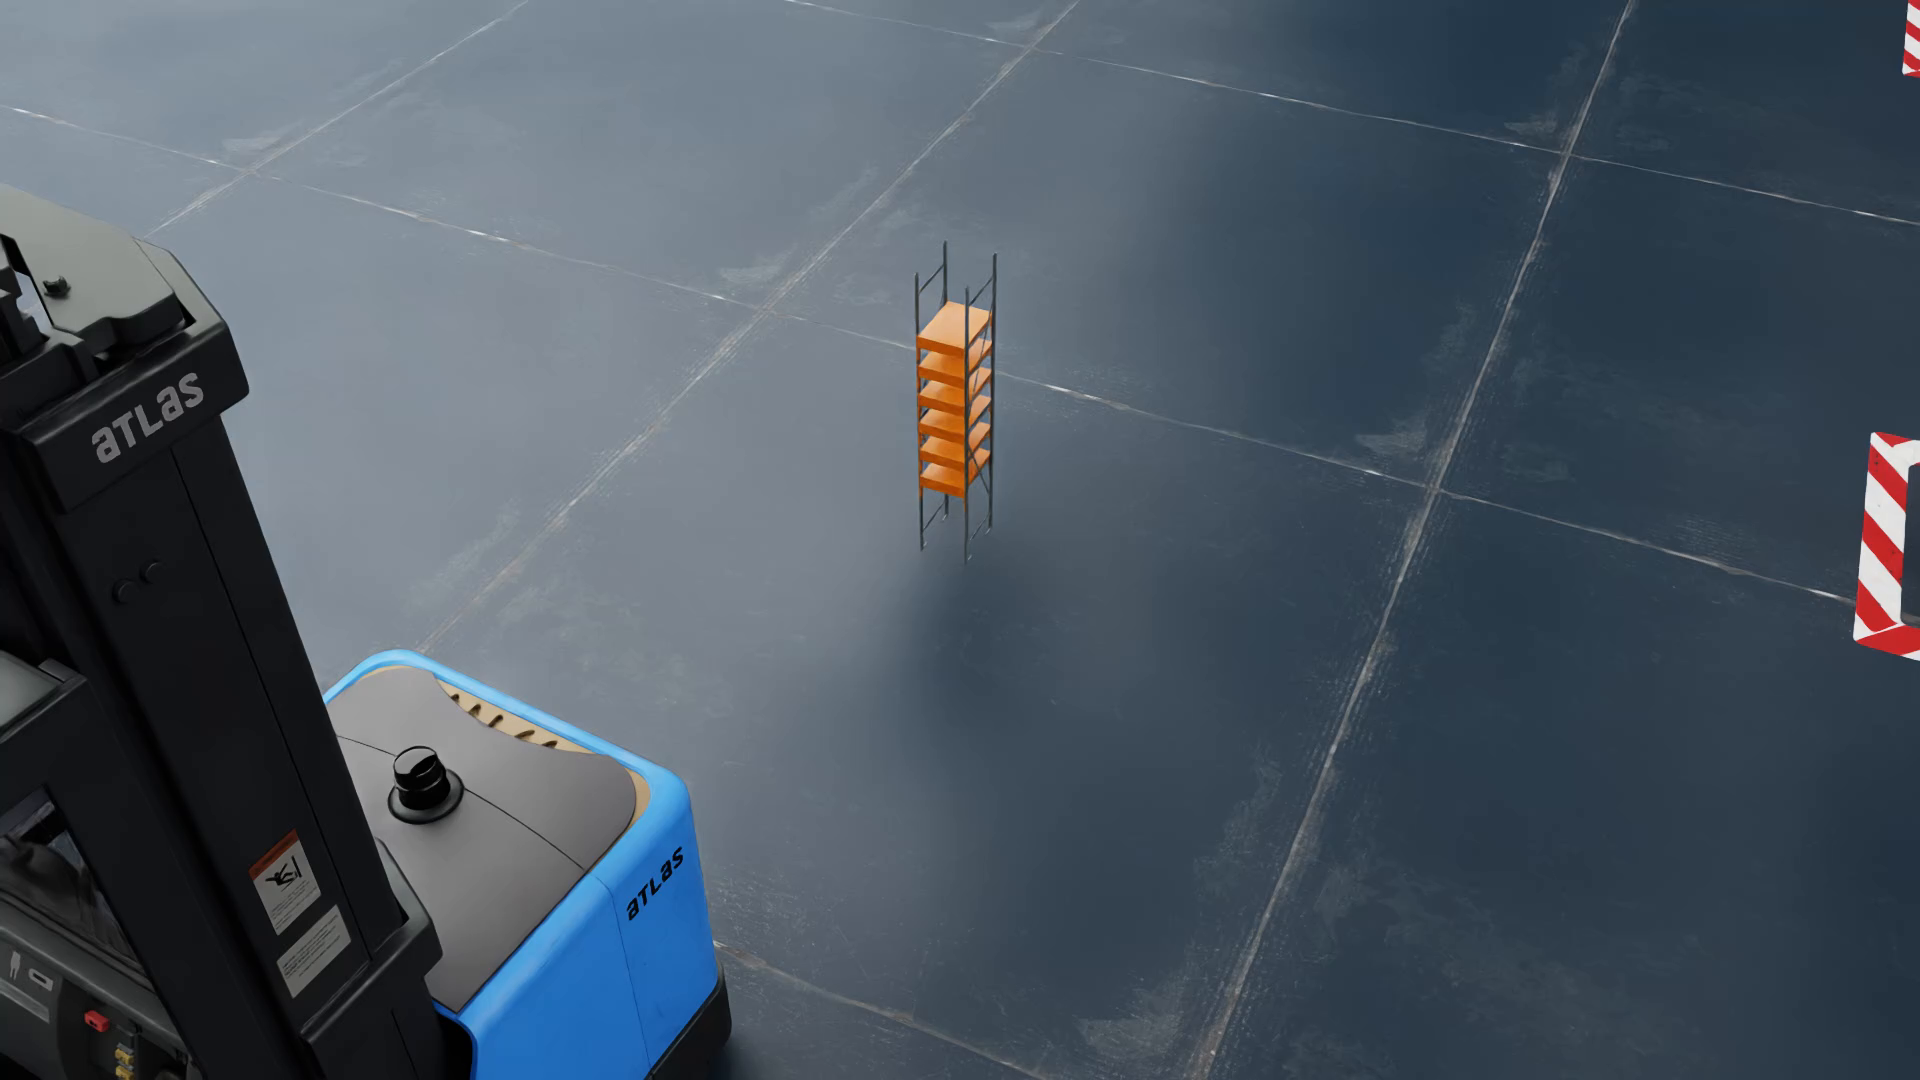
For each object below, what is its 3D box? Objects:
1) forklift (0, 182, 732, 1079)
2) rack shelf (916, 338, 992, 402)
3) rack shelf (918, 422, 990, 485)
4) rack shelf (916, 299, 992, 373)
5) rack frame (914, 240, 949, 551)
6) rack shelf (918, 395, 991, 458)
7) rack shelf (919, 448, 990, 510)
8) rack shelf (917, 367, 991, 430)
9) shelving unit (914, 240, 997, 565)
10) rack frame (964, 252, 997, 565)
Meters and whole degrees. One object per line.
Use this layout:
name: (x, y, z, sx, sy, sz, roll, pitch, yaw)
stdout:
forklift: (-1.796, 0.959, 2.906, 1.130, 2.935, 3.031, 20, 45, 22)
rack shelf: (-0.013, -0.605, 5.734, 0.180, 0.103, 0.258, 17, 44, 19)
rack shelf: (-0.013, -0.333, 5.969, 0.180, 0.103, 0.258, 17, 44, 19)
rack shelf: (-0.013, -0.696, 5.655, 0.180, 0.103, 0.258, 17, 44, 19)
rack frame: (-0.096, -0.483, 5.891, 0.006, 1.200, 0.240, 17, 44, 19)
rack shelf: (-0.013, -0.424, 5.891, 0.180, 0.103, 0.258, 17, 44, 19)
rack shelf: (-0.013, -0.242, 6.048, 0.180, 0.103, 0.258, 17, 44, 19)
rack shelf: (-0.013, -0.514, 5.812, 0.180, 0.103, 0.258, 17, 44, 19)
shelving unit: (-0.013, -0.457, 5.862, 0.189, 1.200, 0.258, 17, 44, 19)
rack frame: (0.070, -0.432, 5.832, 0.006, 1.200, 0.240, 17, 44, 19)
